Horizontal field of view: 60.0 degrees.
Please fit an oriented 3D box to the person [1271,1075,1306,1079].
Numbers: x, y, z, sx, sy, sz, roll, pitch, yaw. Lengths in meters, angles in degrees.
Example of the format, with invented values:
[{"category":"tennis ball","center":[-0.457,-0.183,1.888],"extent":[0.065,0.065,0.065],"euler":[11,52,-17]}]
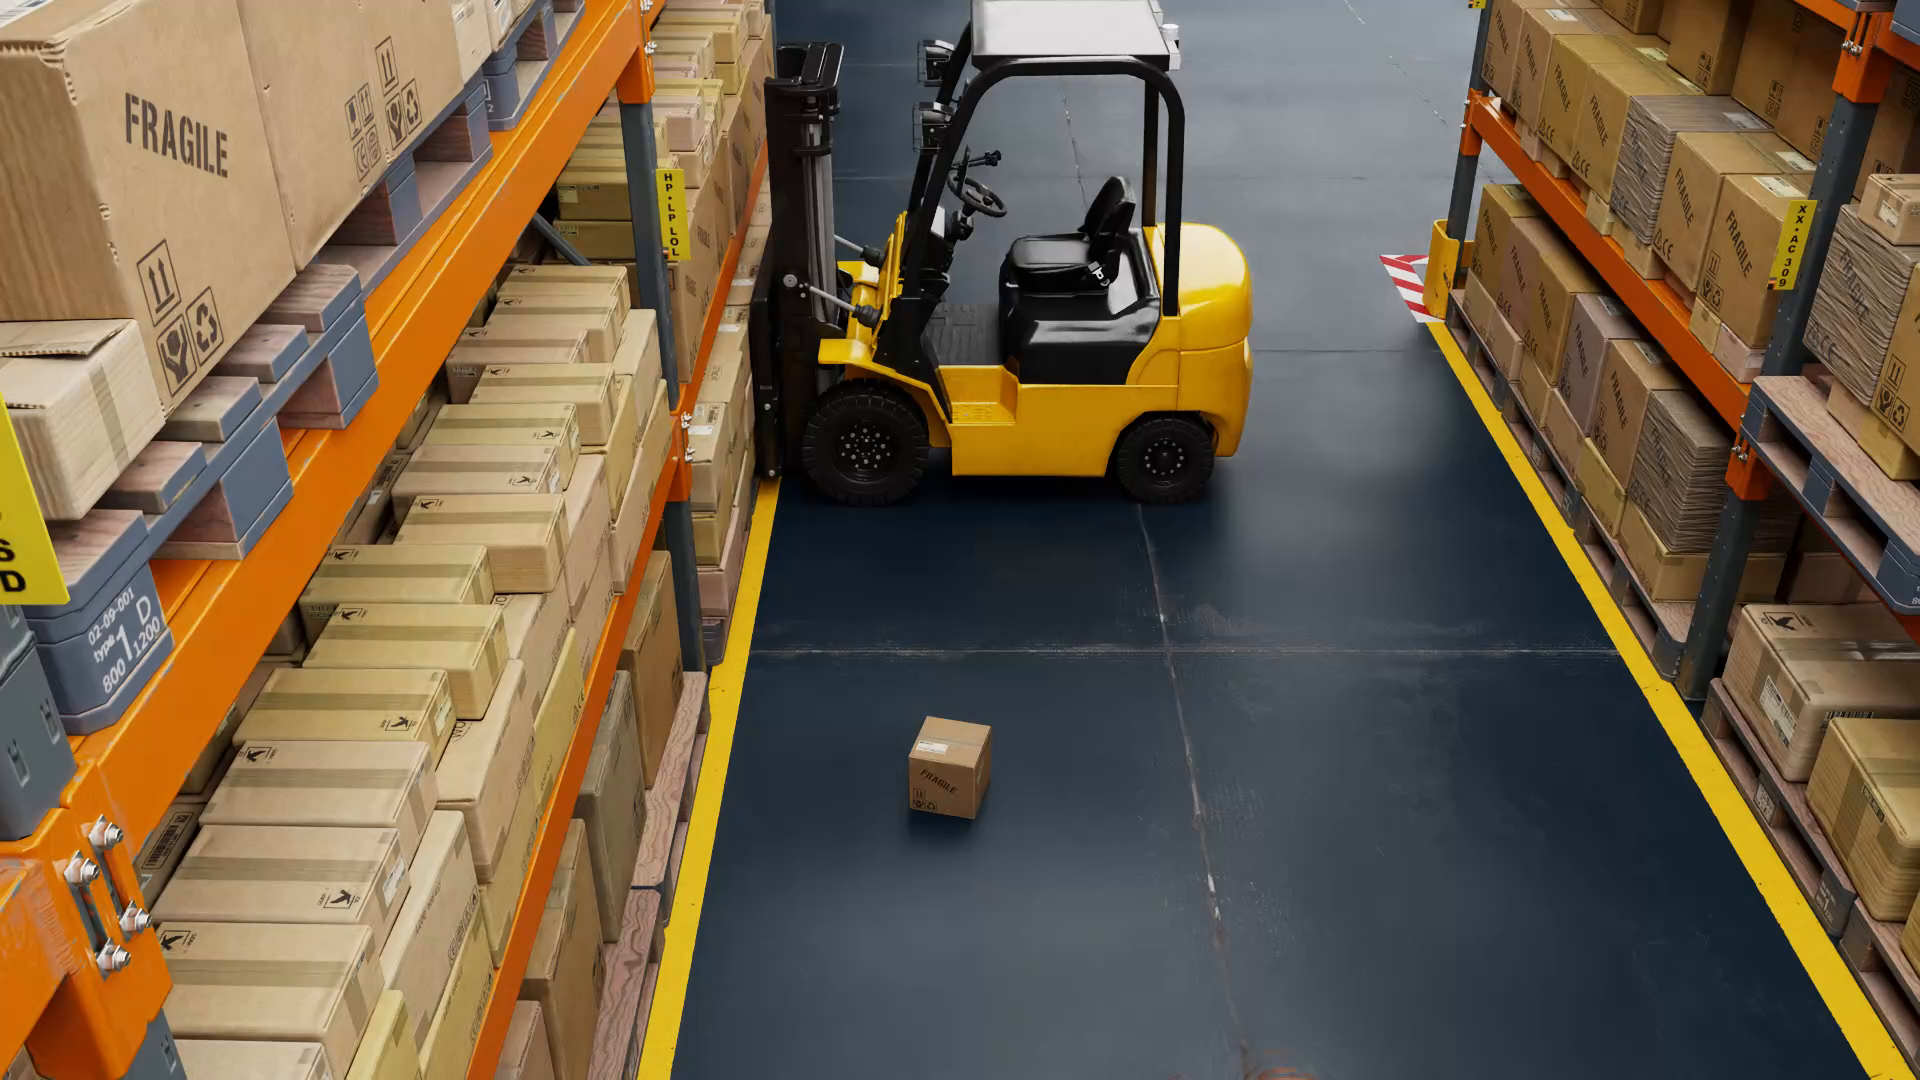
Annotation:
[{"category":"person","center":[0.592,1.711,3.308],"extent":[0.539,1.705,0.663],"euler":[-2,31,-4]}]
